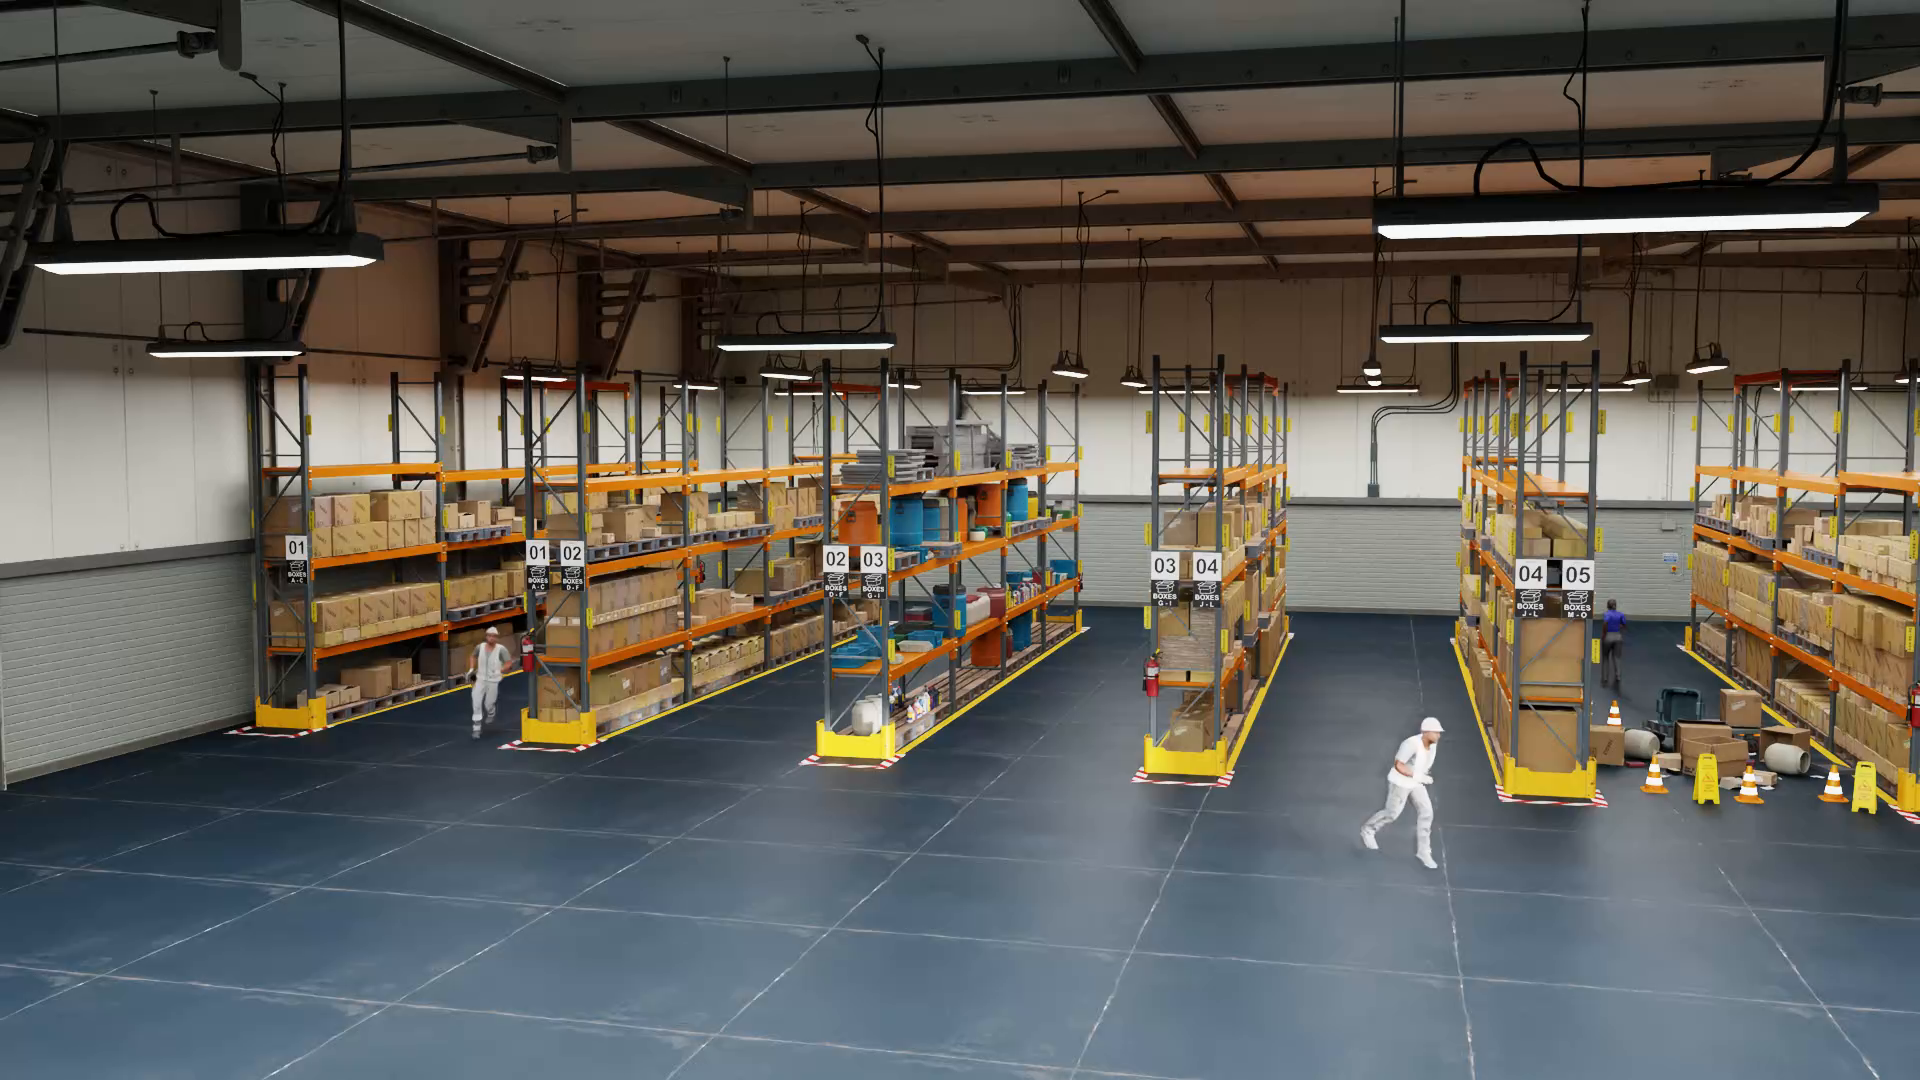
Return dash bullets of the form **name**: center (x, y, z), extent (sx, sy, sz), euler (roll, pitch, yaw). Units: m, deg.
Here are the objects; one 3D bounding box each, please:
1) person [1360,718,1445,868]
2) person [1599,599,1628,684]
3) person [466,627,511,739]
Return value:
- **person**: center (5.091, 2.856, 19.155), extent (0.728, 1.729, 1.054), euler (-4, 6, -45)
- **person**: center (12.544, 1.989, 31.913), extent (0.554, 1.694, 0.800), euler (0, 4, 2)
- **person**: center (-7.618, 2.289, 26.930), extent (0.711, 1.783, 0.854), euler (0, 4, 0)
